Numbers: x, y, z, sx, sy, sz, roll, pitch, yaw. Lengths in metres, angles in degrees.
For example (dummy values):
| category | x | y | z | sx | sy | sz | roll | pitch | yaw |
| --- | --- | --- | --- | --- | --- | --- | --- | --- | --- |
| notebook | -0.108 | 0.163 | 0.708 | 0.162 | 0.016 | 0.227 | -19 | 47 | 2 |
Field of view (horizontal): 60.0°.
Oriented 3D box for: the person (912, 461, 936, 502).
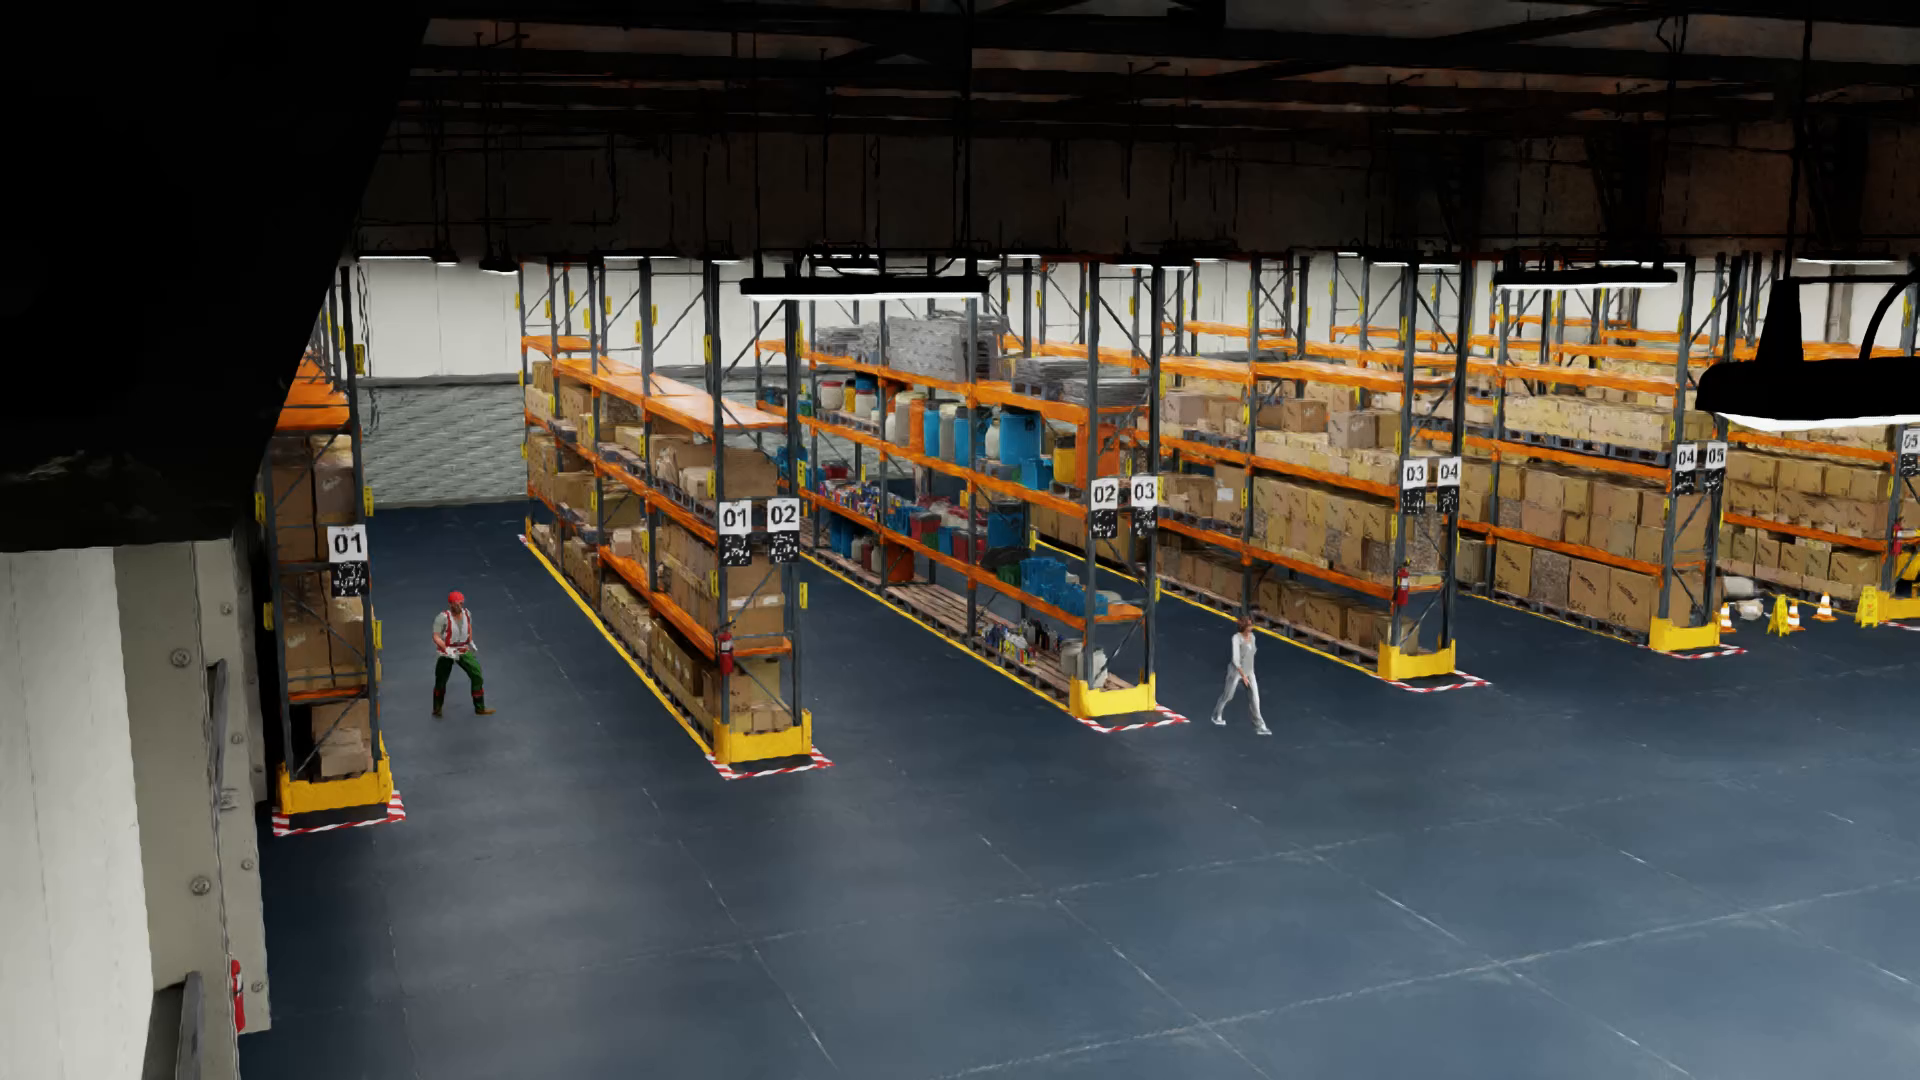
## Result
| category | x | y | z | sx | sy | sz | roll | pitch | yaw |
| --- | --- | --- | --- | --- | --- | --- | --- | --- | --- |
| person | -0.854 | -1.765 | 40.040 | 0.584 | 1.664 | 0.978 | 0 | 10 | -1 |

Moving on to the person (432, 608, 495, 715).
| category | x | y | z | sx | sy | sz | roll | pitch | yaw |
| --- | --- | --- | --- | --- | --- | --- | --- | --- | --- |
| person | -6.660 | 1.596 | 22.092 | 0.619 | 1.496 | 0.827 | -9 | 13 | -39 |

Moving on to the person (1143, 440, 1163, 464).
| category | x | y | z | sx | sy | sz | roll | pitch | yaw |
| --- | --- | --- | --- | --- | --- | --- | --- | --- | --- |
| person | 4.824 | -2.083 | 41.494 | 0.563 | 1.648 | 0.525 | 7 | 12 | 32 |

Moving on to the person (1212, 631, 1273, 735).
| category | x | y | z | sx | sy | sz | roll | pitch | yaw |
| --- | --- | --- | --- | --- | --- | --- | --- | --- | --- |
| person | 3.628 | 1.814 | 21.394 | 0.354 | 1.312 | 0.957 | -6 | 12 | -30 |
